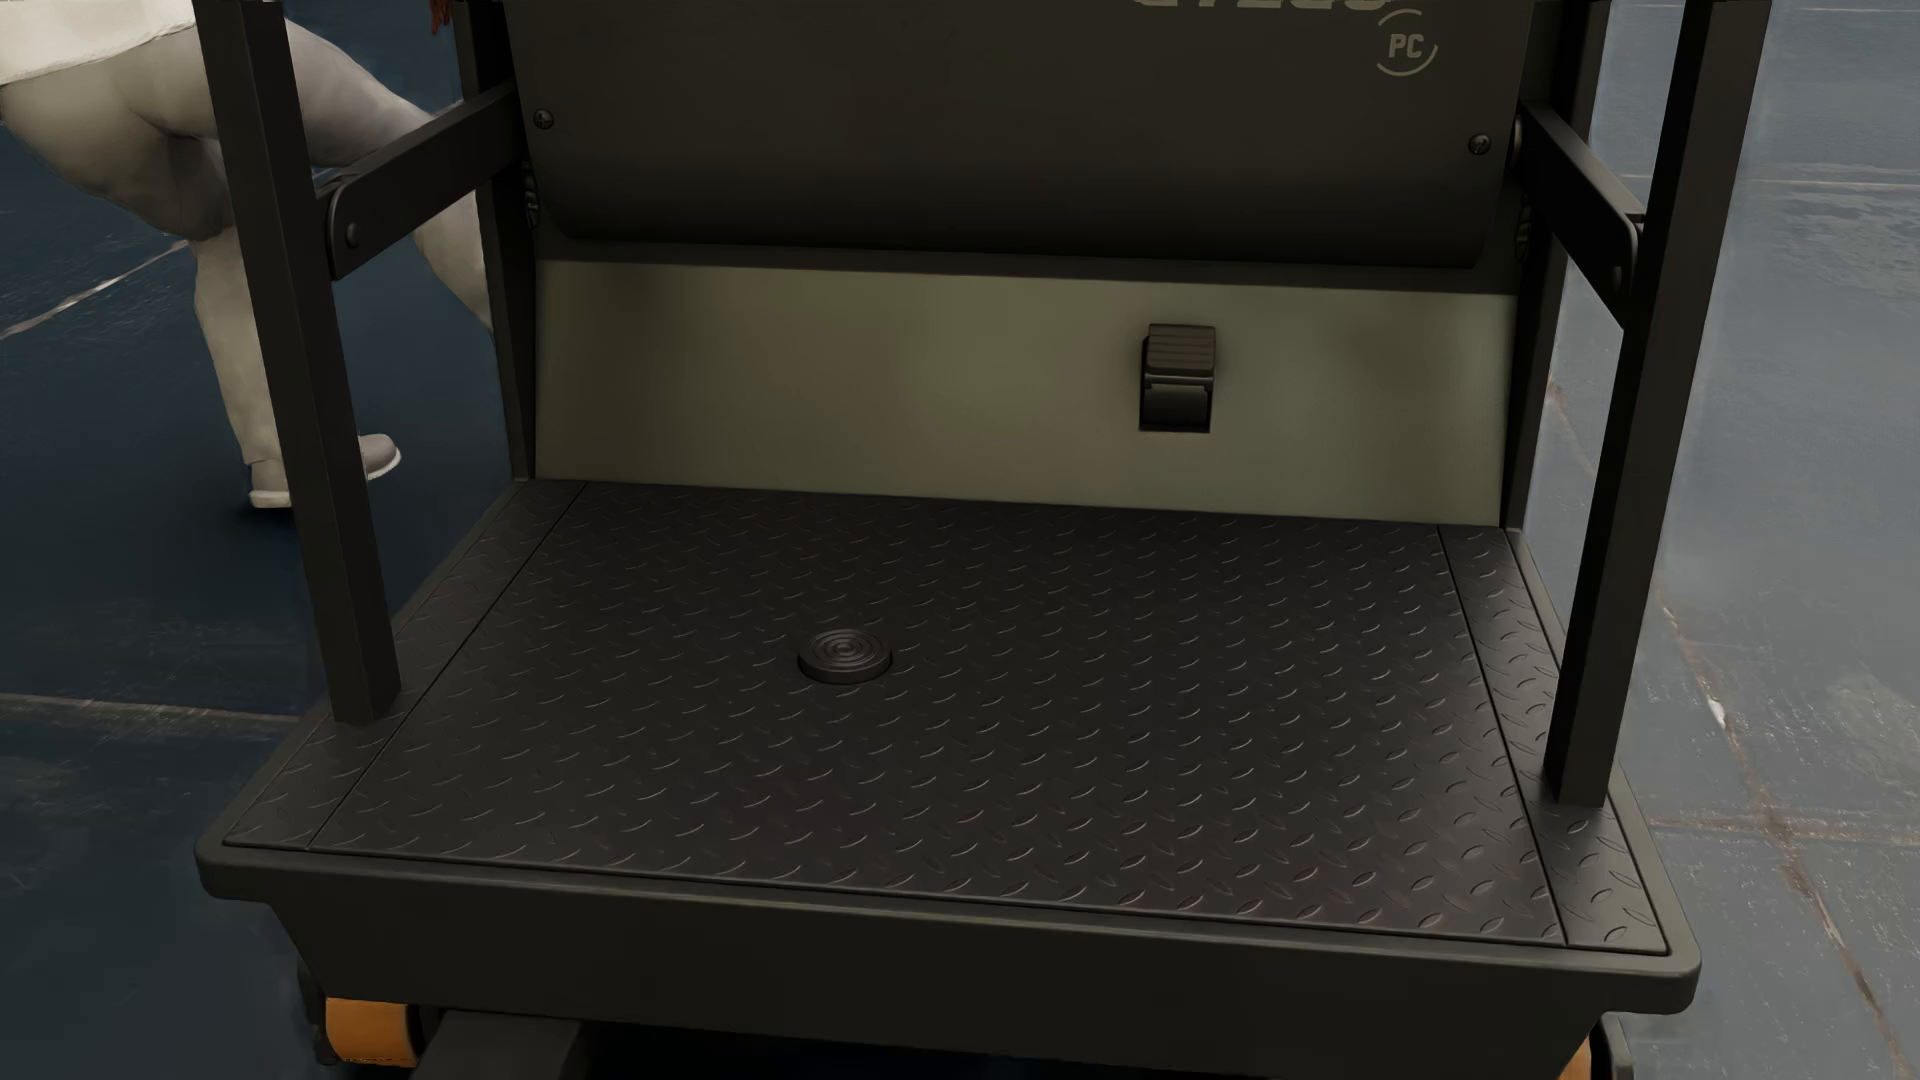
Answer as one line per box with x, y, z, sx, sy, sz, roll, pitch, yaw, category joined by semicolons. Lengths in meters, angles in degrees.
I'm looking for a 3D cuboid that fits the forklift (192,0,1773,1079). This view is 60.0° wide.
0.020;-0.939;1.099;1.130;2.935;3.031;3;27;6;forklift

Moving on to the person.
-1.042;-0.799;2.551;1.196;1.425;0.876;-3;27;-7;person
